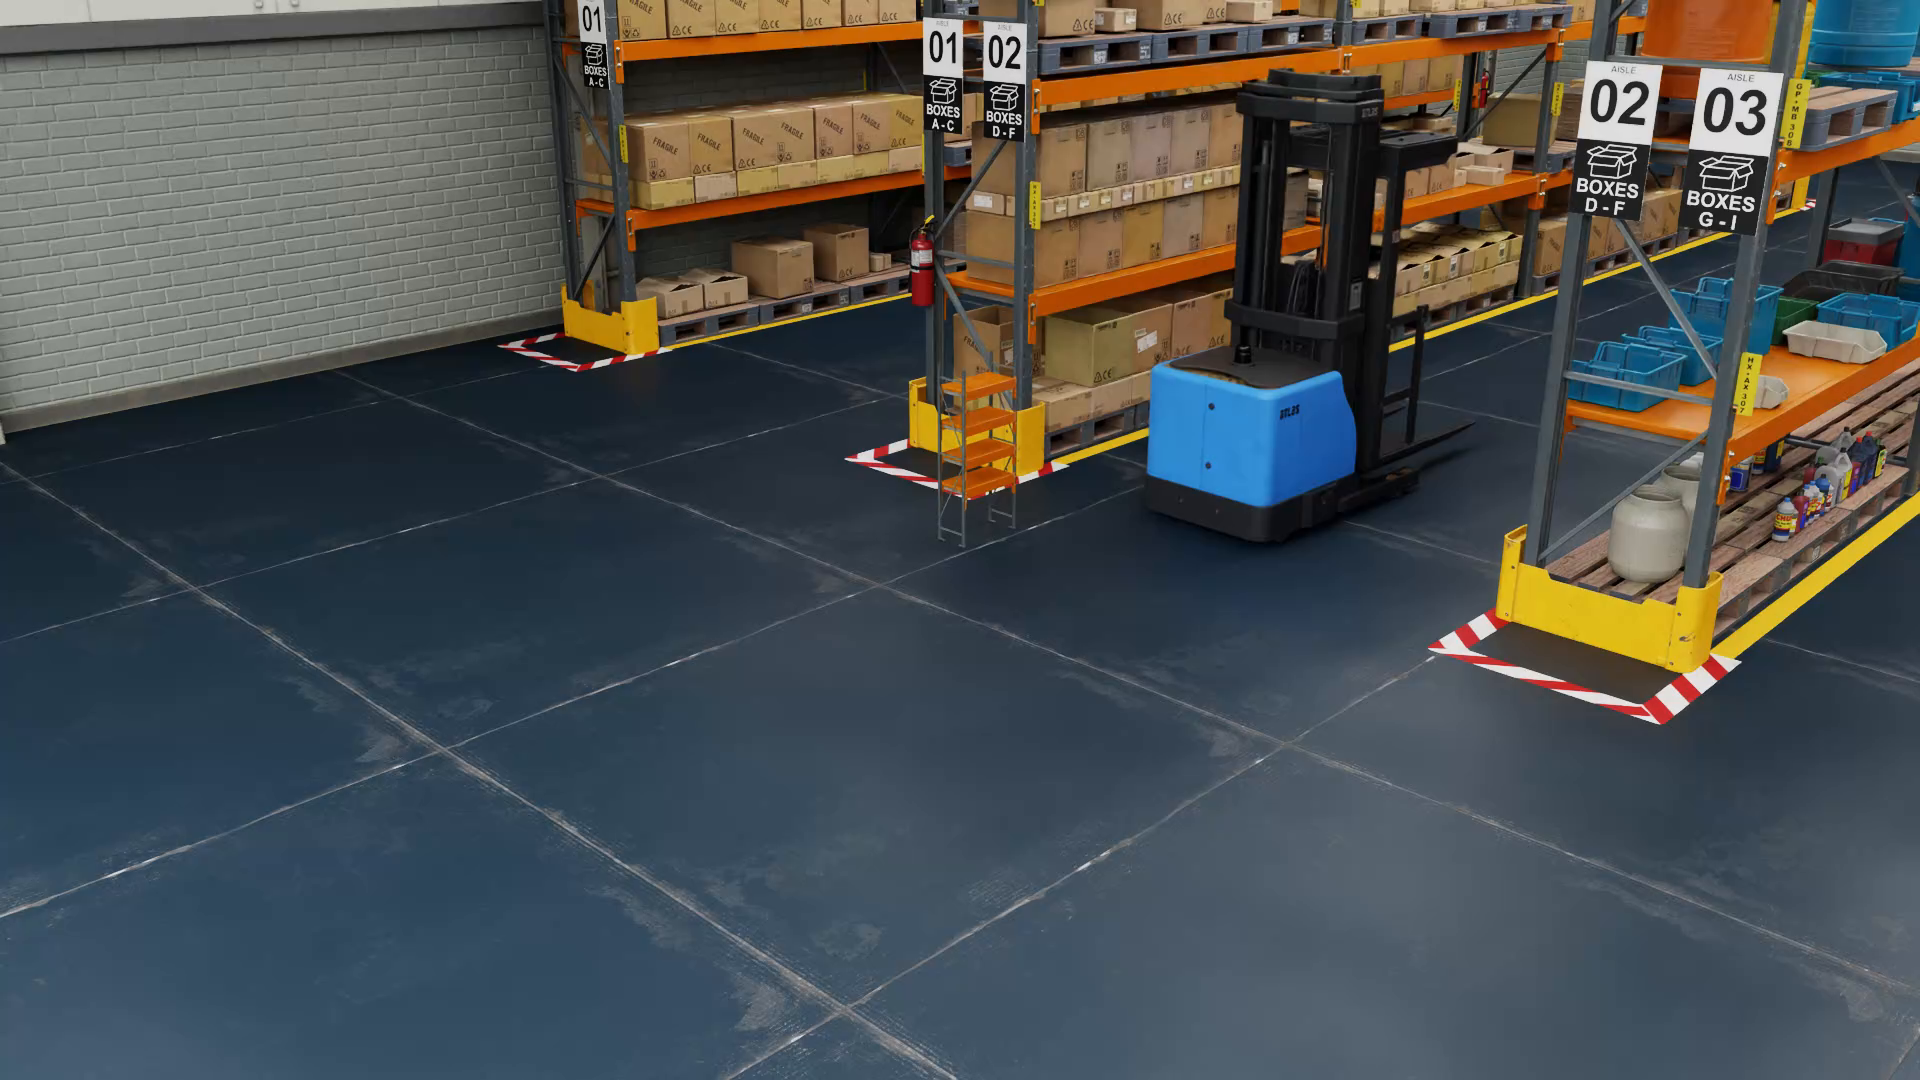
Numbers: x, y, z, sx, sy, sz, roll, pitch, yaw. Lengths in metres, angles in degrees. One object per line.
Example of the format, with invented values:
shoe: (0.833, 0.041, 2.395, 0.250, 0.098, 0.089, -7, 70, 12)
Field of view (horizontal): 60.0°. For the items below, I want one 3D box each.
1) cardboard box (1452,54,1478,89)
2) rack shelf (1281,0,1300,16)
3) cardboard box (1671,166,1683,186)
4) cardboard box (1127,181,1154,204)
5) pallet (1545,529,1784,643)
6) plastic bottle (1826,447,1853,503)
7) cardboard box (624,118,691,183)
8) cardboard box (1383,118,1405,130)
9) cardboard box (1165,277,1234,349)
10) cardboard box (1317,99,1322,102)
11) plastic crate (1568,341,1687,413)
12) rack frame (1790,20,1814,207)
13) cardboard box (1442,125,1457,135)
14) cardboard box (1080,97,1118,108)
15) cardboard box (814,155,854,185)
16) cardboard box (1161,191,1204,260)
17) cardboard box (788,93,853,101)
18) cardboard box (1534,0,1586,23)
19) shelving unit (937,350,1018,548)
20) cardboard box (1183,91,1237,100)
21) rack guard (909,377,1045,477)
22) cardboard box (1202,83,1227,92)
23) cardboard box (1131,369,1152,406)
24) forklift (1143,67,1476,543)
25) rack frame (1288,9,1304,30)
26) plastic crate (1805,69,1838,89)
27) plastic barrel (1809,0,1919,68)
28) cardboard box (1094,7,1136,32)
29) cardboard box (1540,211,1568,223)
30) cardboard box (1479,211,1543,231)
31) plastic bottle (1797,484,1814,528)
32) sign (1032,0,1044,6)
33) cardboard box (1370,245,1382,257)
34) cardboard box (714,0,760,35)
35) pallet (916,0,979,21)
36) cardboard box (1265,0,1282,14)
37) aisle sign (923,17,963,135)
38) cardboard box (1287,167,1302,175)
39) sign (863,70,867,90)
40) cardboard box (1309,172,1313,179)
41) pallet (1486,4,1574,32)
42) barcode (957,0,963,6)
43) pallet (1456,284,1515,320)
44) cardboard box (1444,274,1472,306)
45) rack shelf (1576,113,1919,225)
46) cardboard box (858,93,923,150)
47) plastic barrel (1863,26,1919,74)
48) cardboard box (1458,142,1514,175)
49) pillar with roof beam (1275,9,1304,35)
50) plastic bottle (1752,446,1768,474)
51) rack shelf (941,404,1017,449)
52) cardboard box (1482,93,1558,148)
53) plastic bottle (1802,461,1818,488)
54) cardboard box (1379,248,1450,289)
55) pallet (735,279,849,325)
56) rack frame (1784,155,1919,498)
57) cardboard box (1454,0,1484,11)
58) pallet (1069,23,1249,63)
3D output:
cardboard box: (7.396, -7.414, 25.764, 0.700, 0.700, 0.980, -19, 28, -40)
rack shelf: (3.559, -6.929, 21.744, 1.077, 0.370, 4.000, 19, 28, 41)
cardboard box: (9.813, -4.665, 21.896, 0.797, 0.503, 0.637, 19, 28, 41)
cardboard box: (1.282, -2.718, 12.921, 0.380, 0.149, 0.250, 18, 27, 39)
pallet: (4.271, 0.248, 10.135, 1.003, 0.211, 1.213, 19, 28, 41)
plastic bottle: (5.869, -0.442, 11.122, 0.144, 0.351, 0.185, 19, 28, 40)
cardboard box: (-2.869, -3.631, 15.477, 0.500, 0.500, 0.500, 19, 28, 41)
cardboard box: (6.567, -6.356, 25.426, 0.250, 0.149, 0.380, -20, 28, -41)
cardboard box: (2.055, -1.917, 14.084, 0.500, 0.500, 0.500, 19, 28, 41)
cardboard box: (4.762, -6.043, 22.937, 0.250, 0.149, 0.380, -20, 28, -41)
plastic crate: (3.816, -0.949, 9.570, 0.499, 0.251, 0.616, 19, 28, 41)
rack frame: (11.296, -6.168, 22.942, 1.000, 3.000, 0.127, 19, 28, 41)
cardboard box: (7.328, -6.232, 26.005, 0.700, 0.500, 0.500, 19, 28, 41)
cardboard box: (1.472, -5.329, 20.006, 0.700, 0.500, 0.500, 16, 26, 36)
cardboard box: (-1.433, -3.805, 16.975, 0.500, 0.250, 0.500, 19, 28, 40)
cardboard box: (1.547, -2.618, 13.565, 0.500, 0.500, 0.700, -19, 28, -40)
cardboard box: (-1.468, -4.411, 17.507, 0.500, 0.500, 0.500, 19, 28, 40)
cardboard box: (5.996, -5.679, 17.350, 0.910, 0.500, 0.500, 19, 28, 41)
shelving unit: (0.115, -0.603, 10.970, 0.258, 1.200, 0.503, 19, 28, 41)
cardboard box: (2.268, -3.490, 14.027, 0.700, 0.500, 0.500, 19, 28, 41)
rack guard: (0.118, -0.883, 12.674, 1.175, 0.500, 0.348, 19, 28, 41)
cardboard box: (3.058, -5.739, 21.243, 0.500, 0.500, 0.500, -19, 28, -40)
cardboard box: (1.363, -1.308, 13.544, 0.500, 0.250, 0.500, 19, 28, 41)
forklift: (2.672, -1.785, 11.632, 3.031, 2.935, 1.130, -19, 28, -41)
rack frame: (4.954, -6.379, 23.490, 1.000, 3.000, 0.127, 19, 28, 41)
plastic crate: (5.176, -2.807, 10.311, 0.336, 0.188, 0.450, 19, 28, 41)
plastic barrel: (5.700, -3.444, 10.390, 0.600, 0.901, 0.708, 19, 28, 41)
cardboard box: (1.082, -3.858, 12.320, 0.380, 0.149, 0.250, 19, 28, 41)
cardboard box: (6.599, -3.332, 18.434, 0.500, 0.500, 0.500, 18, 27, 39)
cardboard box: (6.200, -3.450, 18.740, 0.500, 0.500, 0.500, -19, 28, -40)
plastic bottle: (5.408, -0.223, 10.663, 0.097, 0.271, 0.097, 0, 21, 0)
sign: (0.528, -3.760, 11.167, 0.100, 0.325, 0.005, 19, 28, 41)
cardboard box: (4.064, -2.825, 16.710, 0.500, 0.311, 0.500, 19, 28, 40)
cardboard box: (-2.245, -5.038, 15.652, 0.500, 0.500, 0.500, -19, 28, -40)
pallet: (-0.120, -5.767, 17.979, 1.213, 0.211, 1.003, 19, 28, 41)
cardboard box: (2.385, -4.728, 14.095, 0.500, 0.500, 0.500, -17, 27, -38)
aisle sign: (-0.122, -3.326, 11.923, 0.394, 0.787, 0.004, 19, 28, 41)
cardboard box: (2.715, -3.247, 14.297, 0.380, 0.149, 0.250, 19, 28, 40)
sign: (-1.027, -5.001, 18.291, 0.100, 0.325, 0.005, 19, 28, 41)
cardboard box: (3.407, -3.293, 15.649, 0.396, 0.266, 0.258, 18, 28, 39)
pallet: (5.306, -5.227, 16.576, 1.003, 0.211, 1.213, -19, 28, -40)
barcode: (0.000, -3.925, 12.115, 0.001, 0.075, 0.075, 19, 28, 41)
pallet: (5.113, -2.609, 17.567, 1.003, 0.211, 1.213, 19, 28, 41)
cardboard box: (4.813, -2.566, 16.818, 0.500, 0.250, 0.500, -19, 28, -41)
rack shelf: (5.076, -2.393, 9.942, 1.077, 0.370, 4.000, 19, 28, 41)
cardboard box: (-0.735, -4.413, 17.511, 0.500, 0.500, 0.500, 19, 28, 41)
plastic barrel: (6.671, -3.662, 11.542, 0.600, 0.901, 0.708, 19, 28, 41)
cardboard box: (5.430, -3.988, 17.393, 0.500, 0.311, 0.500, -18, 27, -39)
pillar with roof beam: (7.907, -8.498, 20.642, 9.100, 9.000, 0.400, 19, 28, 41)
plastic bottle: (5.596, -0.604, 11.654, 0.097, 0.271, 0.097, 0, 21, 0)
rack shelf: (0.115, -0.749, 10.914, 0.258, 0.148, 0.480, 19, 28, 41)
cardboard box: (6.074, -4.545, 17.993, 0.700, 0.500, 0.500, 9, 23, 23)
plastic bottle: (5.677, -0.396, 11.097, 0.061, 0.283, 0.133, 19, 28, 41)
cardboard box: (4.463, -2.698, 16.377, 0.500, 0.311, 0.500, -19, 28, -41)
pallet: (-1.921, -2.524, 17.348, 1.003, 0.211, 1.213, 19, 28, 41)
rack frame: (6.471, -1.843, 11.689, 1.000, 3.000, 0.127, 19, 28, 41)
cardboard box: (4.679, -5.224, 15.928, 0.500, 0.250, 0.500, 19, 28, 40)
pallet: (1.498, -3.905, 12.995, 1.003, 0.211, 1.213, 19, 28, 41)
